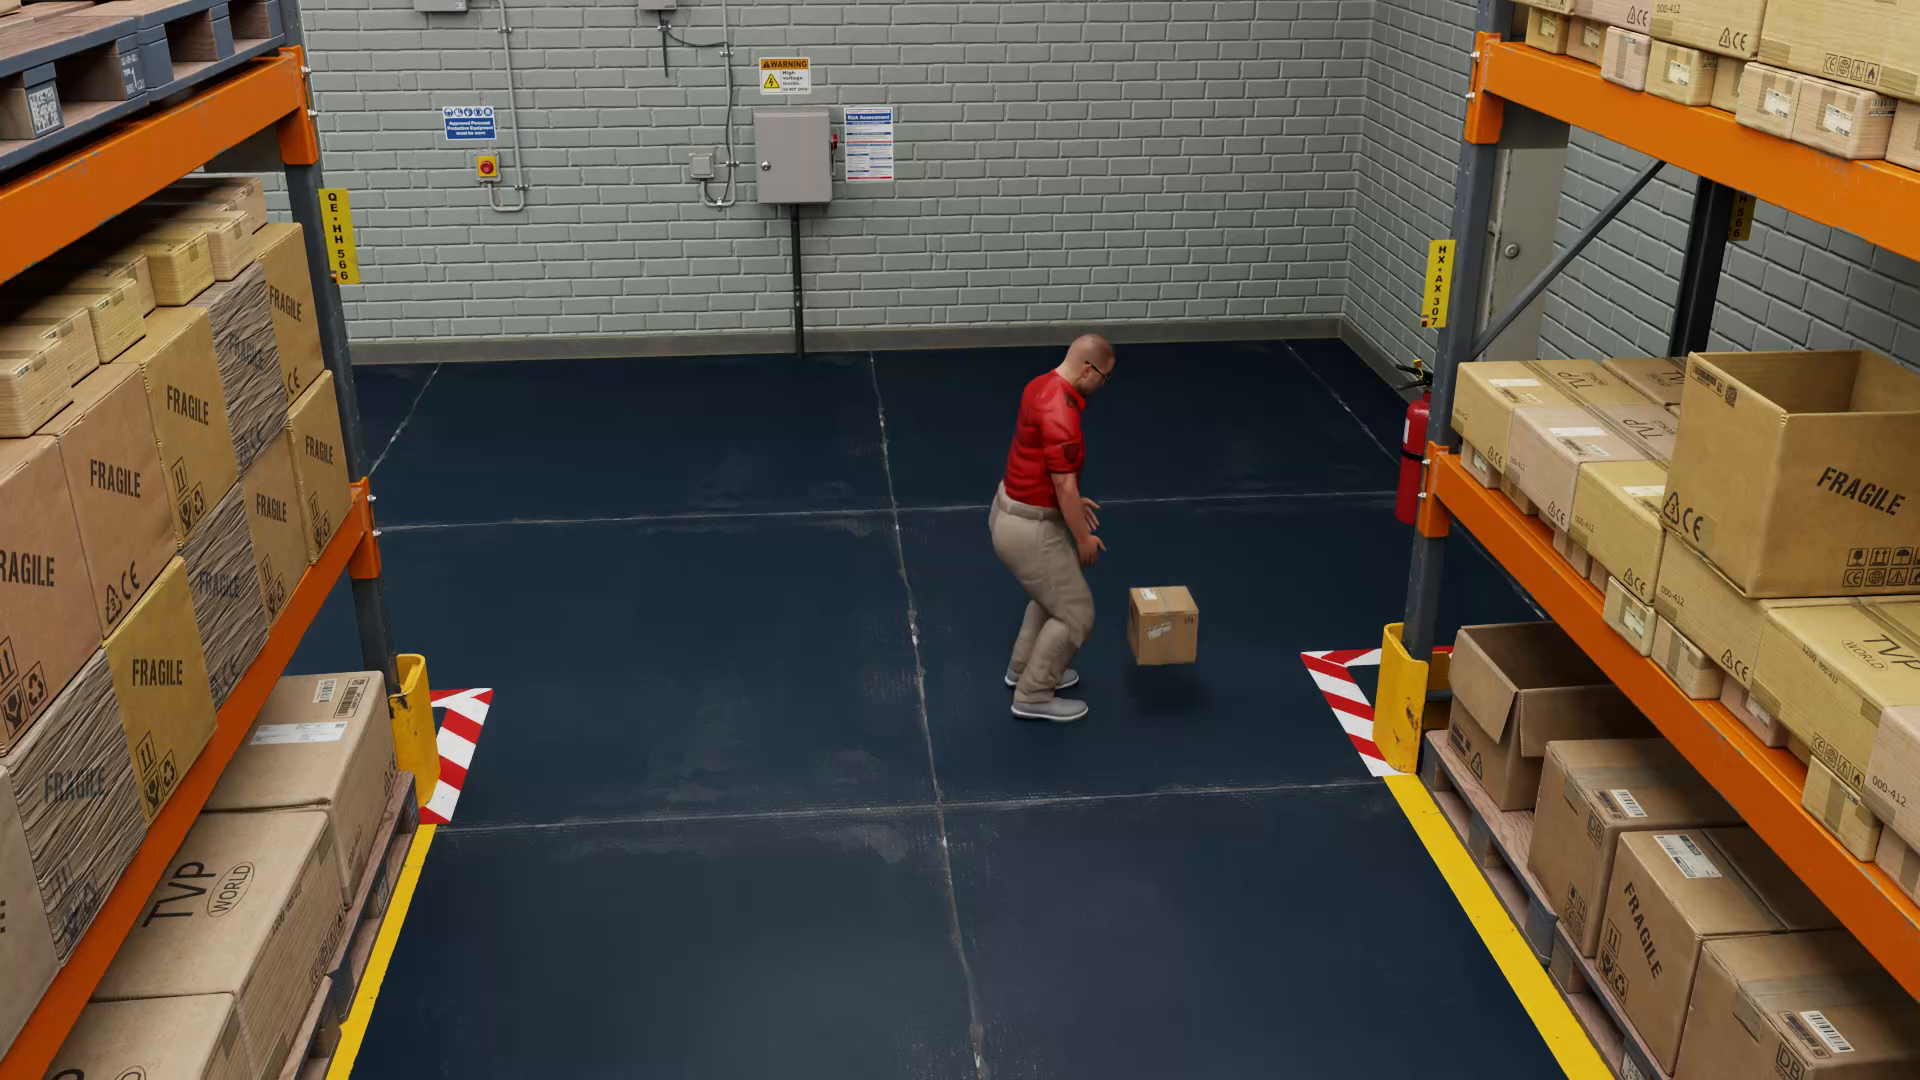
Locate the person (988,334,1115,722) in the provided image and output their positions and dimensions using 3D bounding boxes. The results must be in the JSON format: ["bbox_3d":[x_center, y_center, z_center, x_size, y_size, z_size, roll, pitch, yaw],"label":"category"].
[{"bbox_3d":[0.370,-0.063,6.918,0.503,1.620,0.571,-2,24,-4],"label":"person"}]
